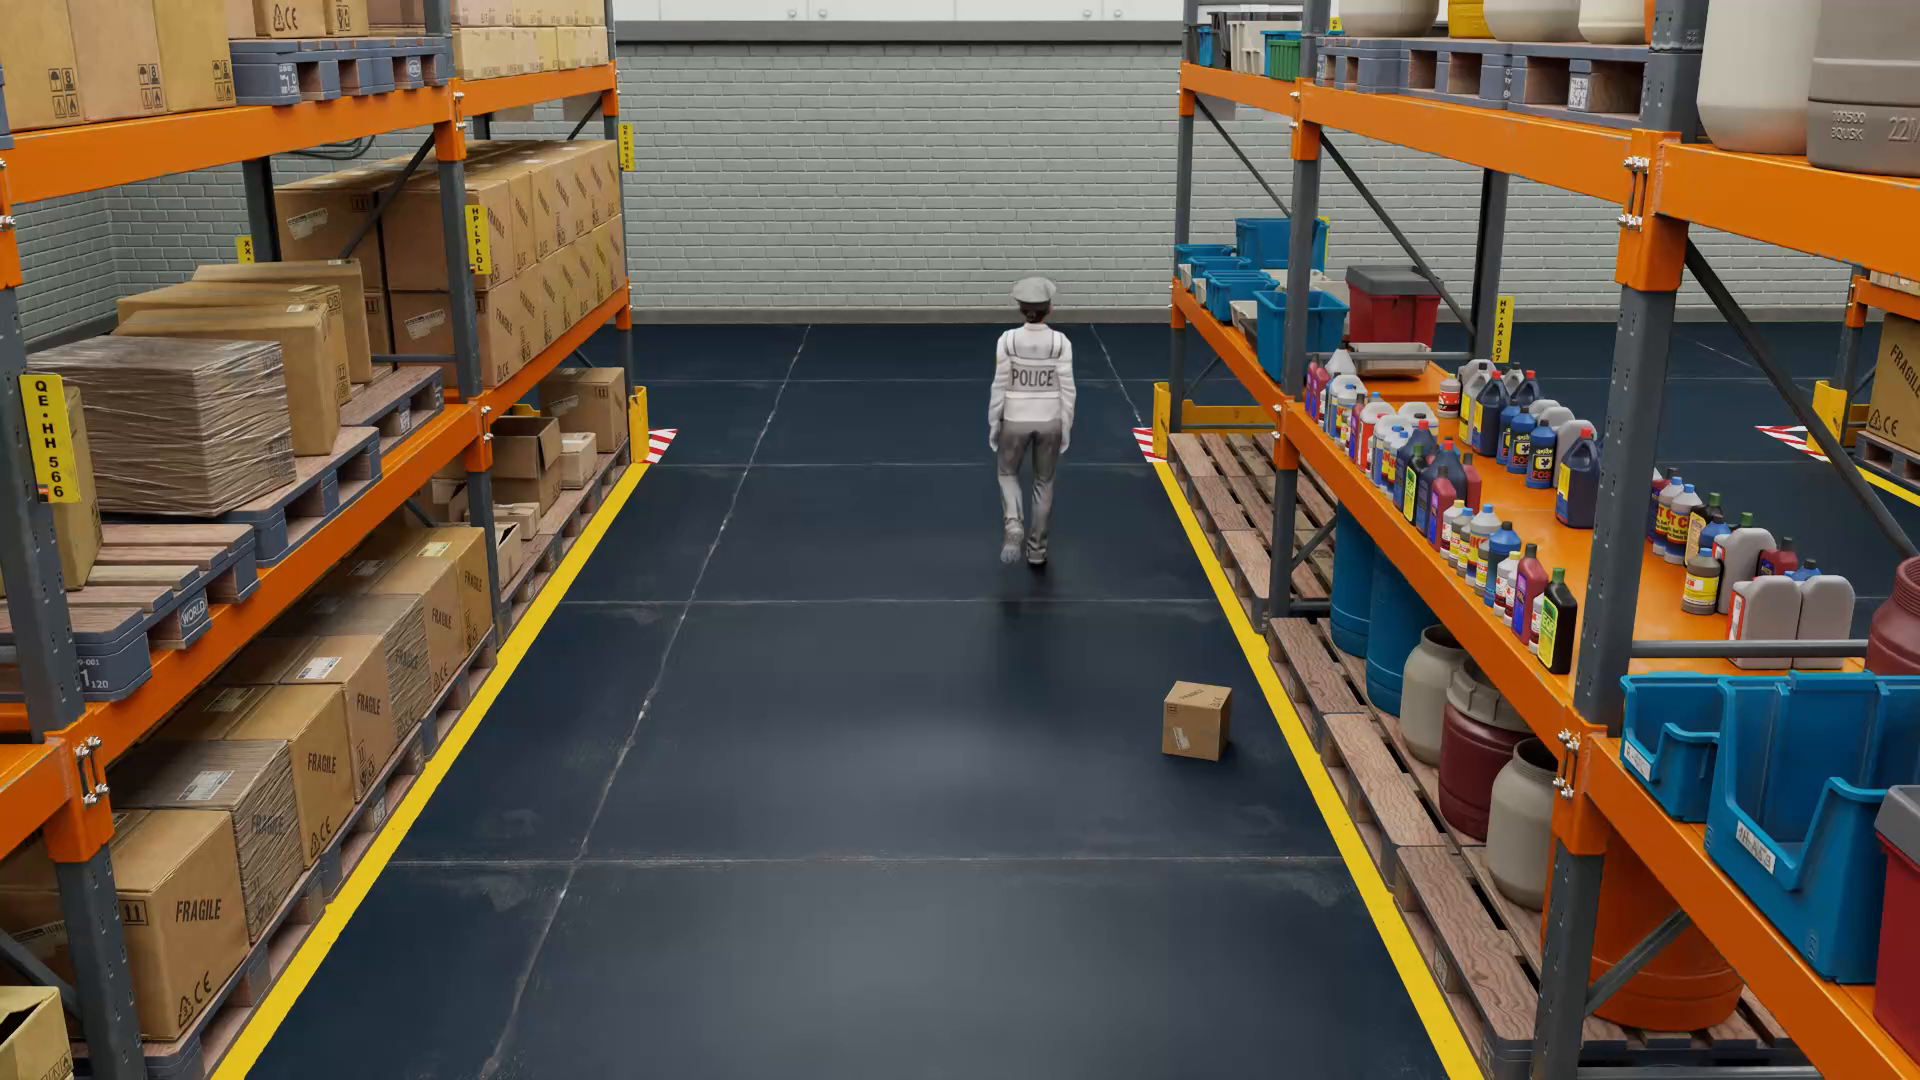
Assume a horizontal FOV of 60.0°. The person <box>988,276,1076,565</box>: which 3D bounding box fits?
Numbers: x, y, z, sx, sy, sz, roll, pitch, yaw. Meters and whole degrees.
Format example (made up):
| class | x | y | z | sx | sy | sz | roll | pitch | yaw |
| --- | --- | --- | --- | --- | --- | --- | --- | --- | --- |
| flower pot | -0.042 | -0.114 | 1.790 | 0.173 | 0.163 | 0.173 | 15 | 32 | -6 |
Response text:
| class | x | y | z | sx | sy | sz | roll | pitch | yaw |
| --- | --- | --- | --- | --- | --- | --- | --- | --- | --- |
| person | 0.411 | -0.661 | 9.539 | 0.500 | 1.683 | 0.478 | 1 | 17 | 2 |
